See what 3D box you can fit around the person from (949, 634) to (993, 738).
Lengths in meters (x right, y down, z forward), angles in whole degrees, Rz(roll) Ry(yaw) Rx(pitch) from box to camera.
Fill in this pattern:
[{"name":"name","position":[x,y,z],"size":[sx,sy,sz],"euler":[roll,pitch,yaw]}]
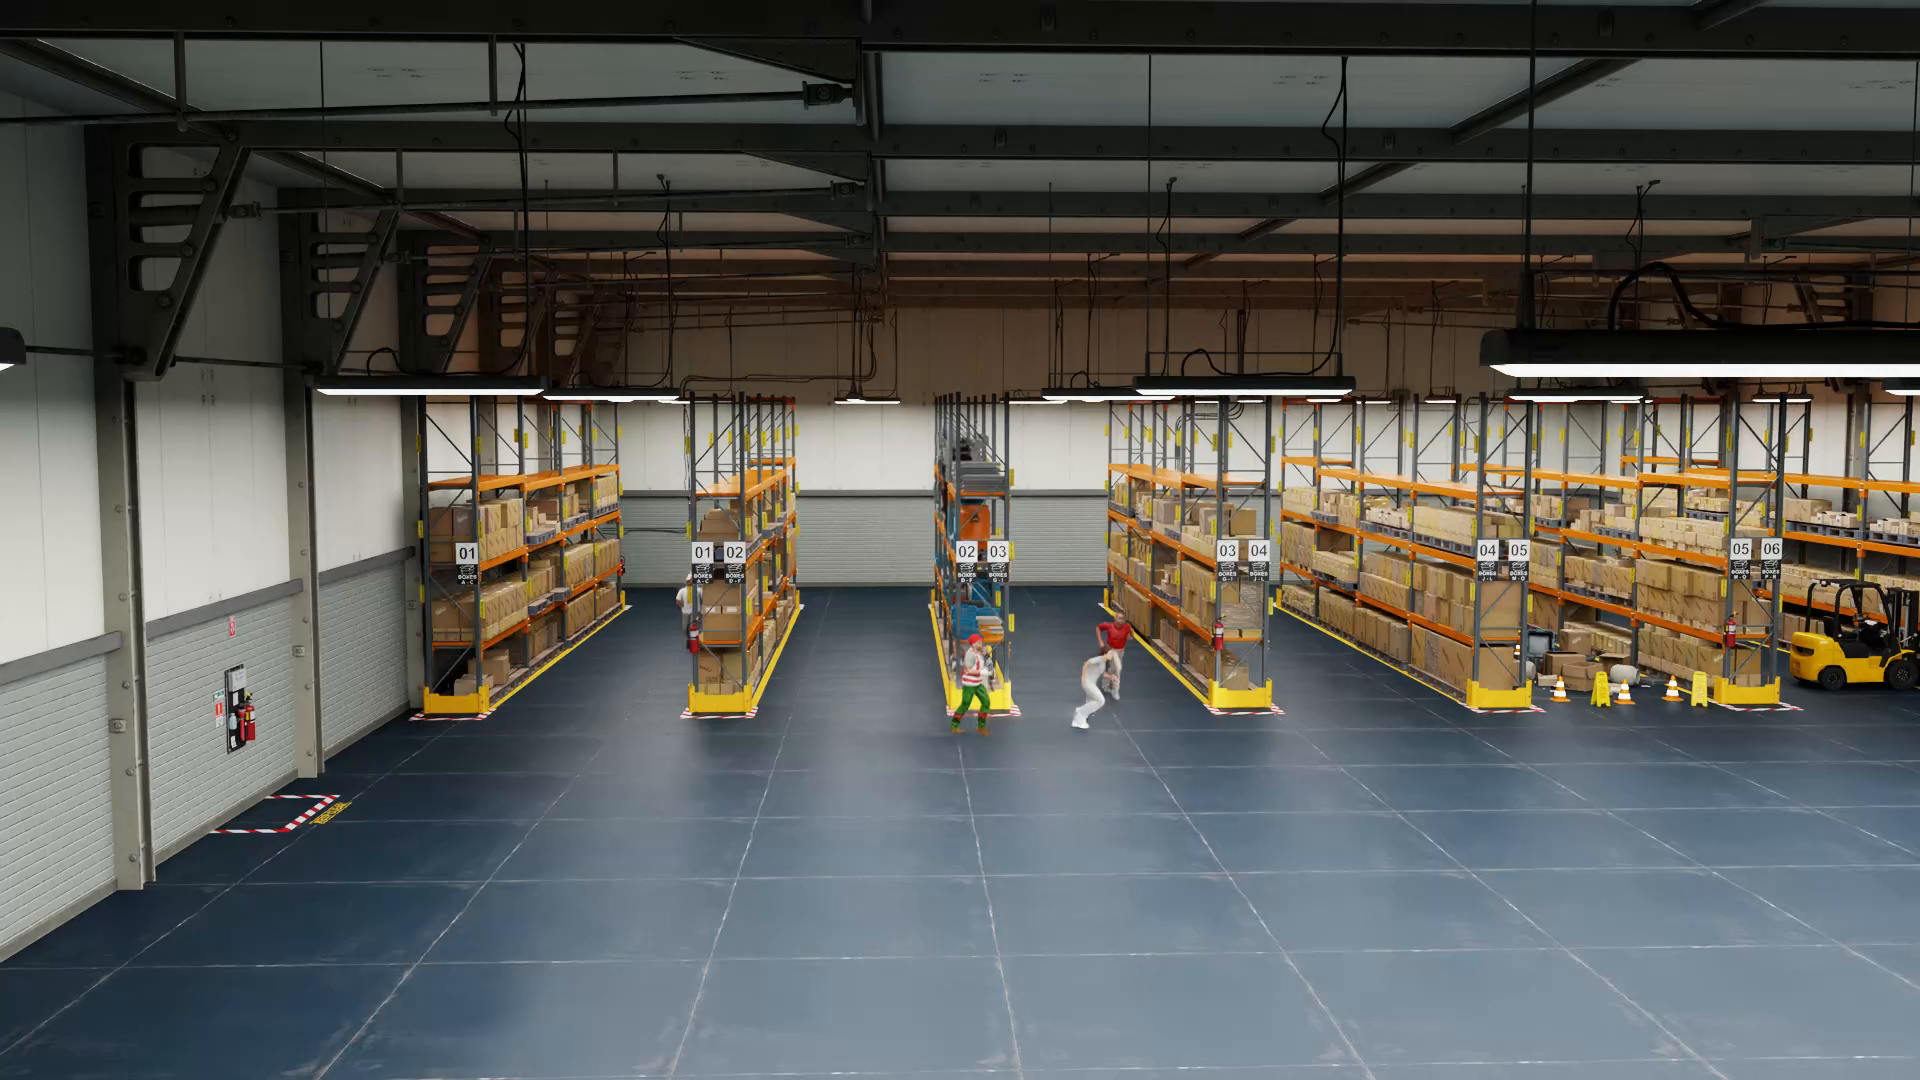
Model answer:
[{"name":"person","position":[0.214,2.530,28.775],"size":[0.835,1.831,0.588],"euler":[2,5,24]}]

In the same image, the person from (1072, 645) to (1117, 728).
[{"name":"person","position":[2.374,2.612,29.519],"size":[0.821,1.504,0.590],"euler":[2,5,21]}]

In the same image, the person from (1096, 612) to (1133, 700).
[{"name":"person","position":[3.040,2.266,32.822],"size":[0.650,1.737,0.965],"euler":[-2,5,-27]}]

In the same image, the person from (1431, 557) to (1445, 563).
[{"name":"person","position":[14.559,0.851,50.333],"size":[0.732,1.754,0.579],"euler":[-2,5,-20]}]

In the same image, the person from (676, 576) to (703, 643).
[{"name":"person","position":[-6.361,1.711,39.343],"size":[0.714,1.733,0.791],"euler":[0,5,-5]}]
